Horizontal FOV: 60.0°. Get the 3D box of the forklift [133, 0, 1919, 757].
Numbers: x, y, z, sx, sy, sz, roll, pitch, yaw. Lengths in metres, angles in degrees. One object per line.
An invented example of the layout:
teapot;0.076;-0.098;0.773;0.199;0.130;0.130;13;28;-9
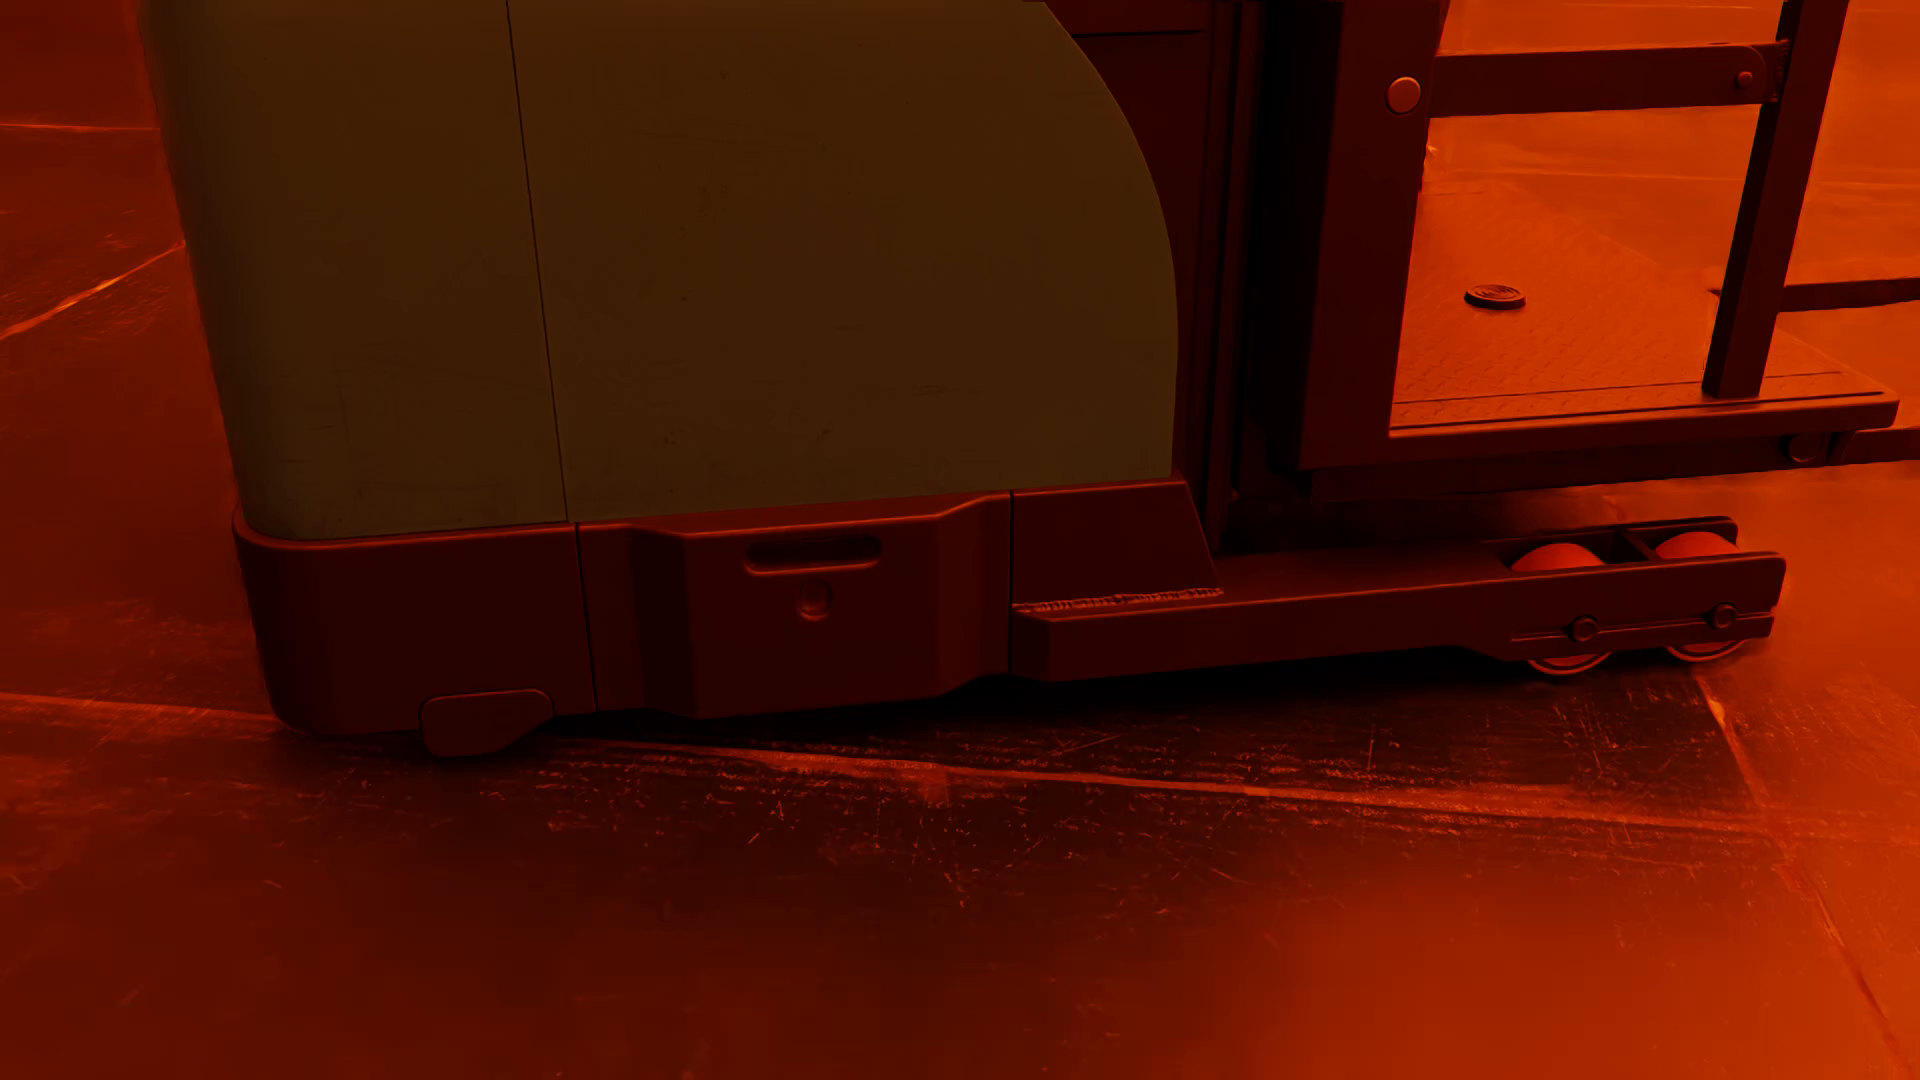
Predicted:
forklift;0.603;-1.365;1.954;3.031;2.935;1.130;-5;27;-9
